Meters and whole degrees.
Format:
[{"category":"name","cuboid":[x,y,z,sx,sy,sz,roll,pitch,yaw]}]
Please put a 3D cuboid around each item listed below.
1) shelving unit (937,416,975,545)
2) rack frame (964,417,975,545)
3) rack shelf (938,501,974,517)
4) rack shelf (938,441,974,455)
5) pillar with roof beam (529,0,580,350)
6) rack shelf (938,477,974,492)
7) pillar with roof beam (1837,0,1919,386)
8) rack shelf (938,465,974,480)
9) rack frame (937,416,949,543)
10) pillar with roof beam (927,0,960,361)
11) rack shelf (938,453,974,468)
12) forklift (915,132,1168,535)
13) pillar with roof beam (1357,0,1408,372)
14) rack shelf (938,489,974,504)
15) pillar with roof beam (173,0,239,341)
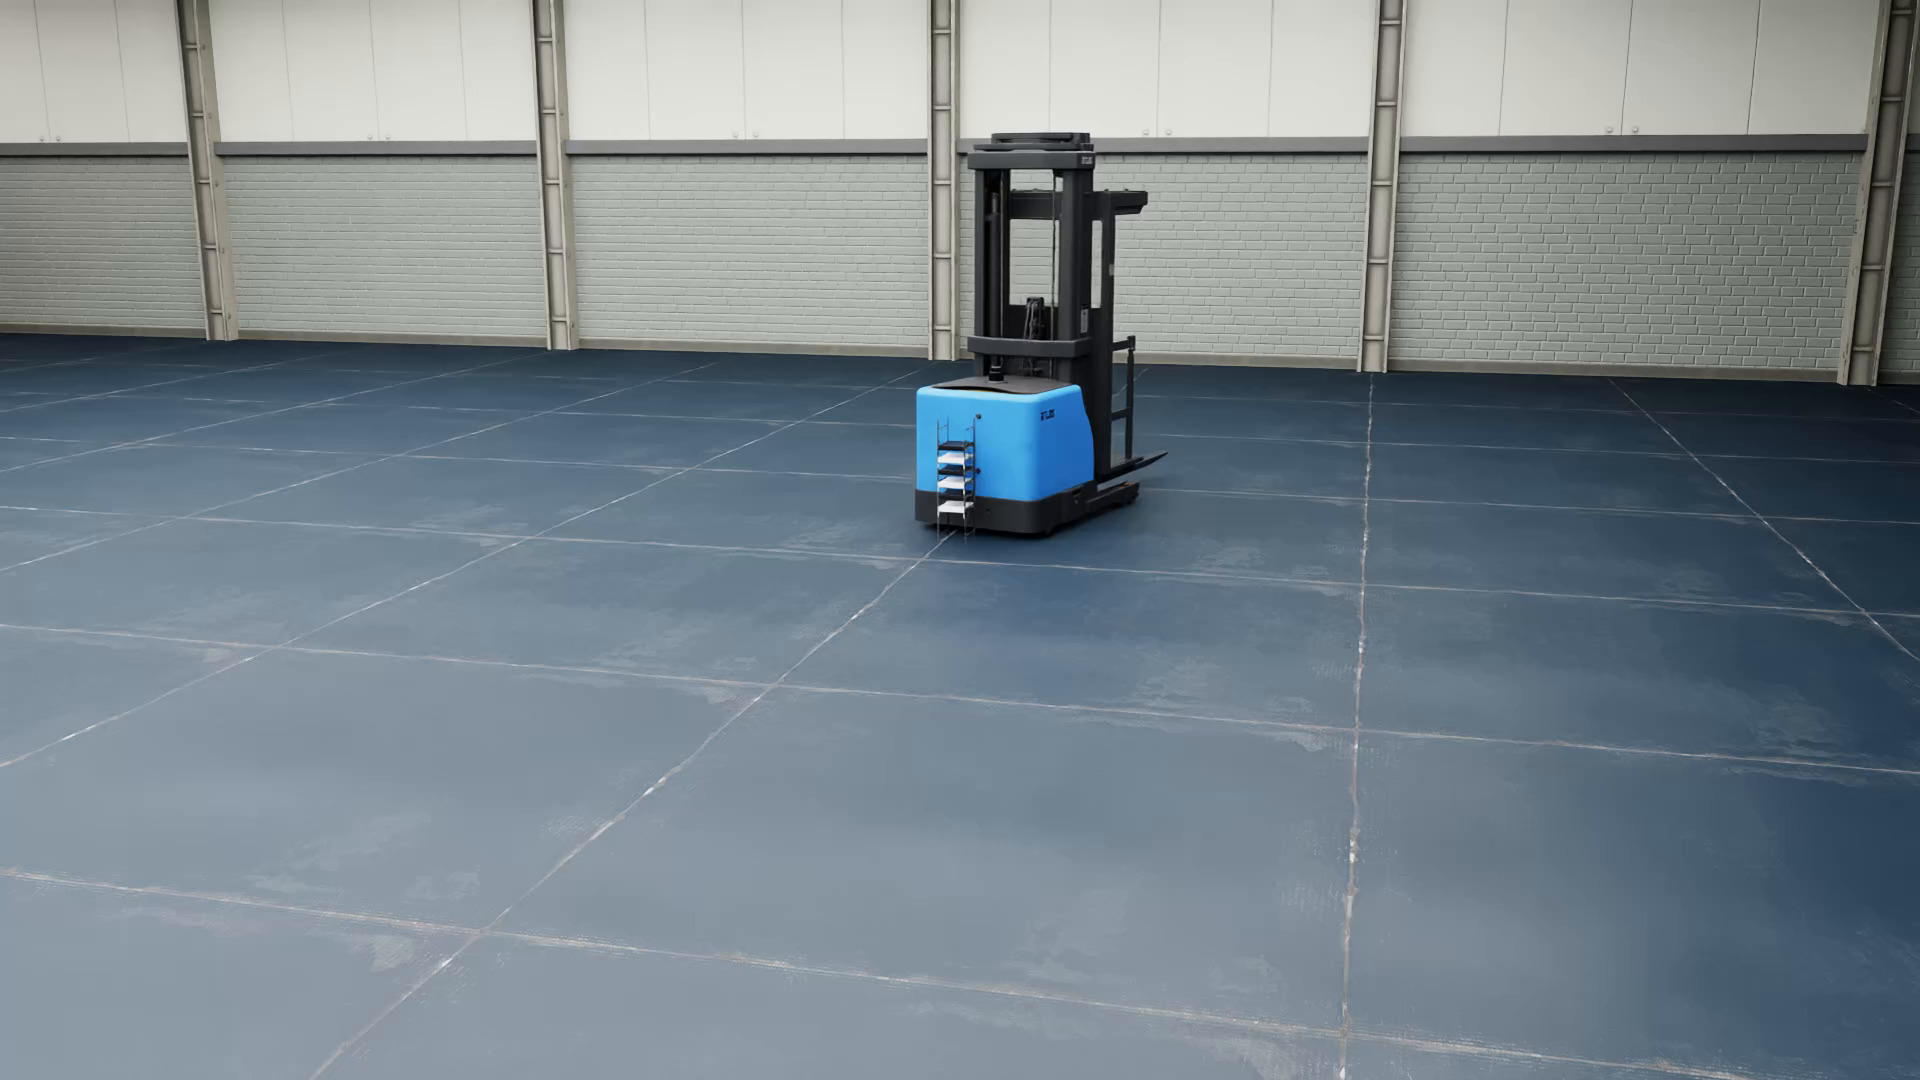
[{"category":"shelving unit","cuboid":[-0.026,-0.435,12.115,0.210,0.900,0.258,4,13,18]},{"category":"rack frame","cuboid":[0.071,-0.428,12.083,0.006,0.900,0.240,4,13,18]},{"category":"rack shelf","cuboid":[-0.026,-0.226,12.161,0.200,0.077,0.258,4,13,18]},{"category":"rack shelf","cuboid":[-0.026,-0.666,12.063,0.200,0.077,0.258,4,13,18]},{"category":"pillar with roof beam","cuboid":[-7.084,-6.410,20.350,0.400,9.000,9.100,3,13,14]},{"category":"rack shelf","cuboid":[-0.026,-0.402,12.122,0.200,0.077,0.258,4,13,18]},{"category":"pillar with roof beam","cuboid":[10.392,-5.476,16.140,0.400,9.000,9.100,3,13,14]},{"category":"rack shelf","cuboid":[-0.026,-0.490,12.102,0.200,0.077,0.258,4,13,18]},{"category":"rack frame","cuboid":[-0.122,-0.442,12.146,0.006,0.900,0.240,4,13,18]},{"category":"pillar with roof beam","cuboid":[-1.259,-6.099,18.947,0.400,9.000,9.100,3,13,14]},{"category":"rack shelf","cuboid":[-0.026,-0.578,12.083,0.200,0.077,0.258,4,13,18]},{"category":"forklift","cuboid":[0.813,-1.741,13.315,1.130,2.935,3.031,7,14,28]},{"category":"pillar with roof beam","cuboid":[4.567,-5.787,17.543,0.400,9.000,9.100,3,13,14]},{"category":"rack shelf","cuboid":[-0.026,-0.314,12.141,0.200,0.077,0.258,4,13,18]},{"category":"pillar with roof beam","cuboid":[-12.909,-6.721,21.753,0.400,9.000,9.100,3,13,14]}]
